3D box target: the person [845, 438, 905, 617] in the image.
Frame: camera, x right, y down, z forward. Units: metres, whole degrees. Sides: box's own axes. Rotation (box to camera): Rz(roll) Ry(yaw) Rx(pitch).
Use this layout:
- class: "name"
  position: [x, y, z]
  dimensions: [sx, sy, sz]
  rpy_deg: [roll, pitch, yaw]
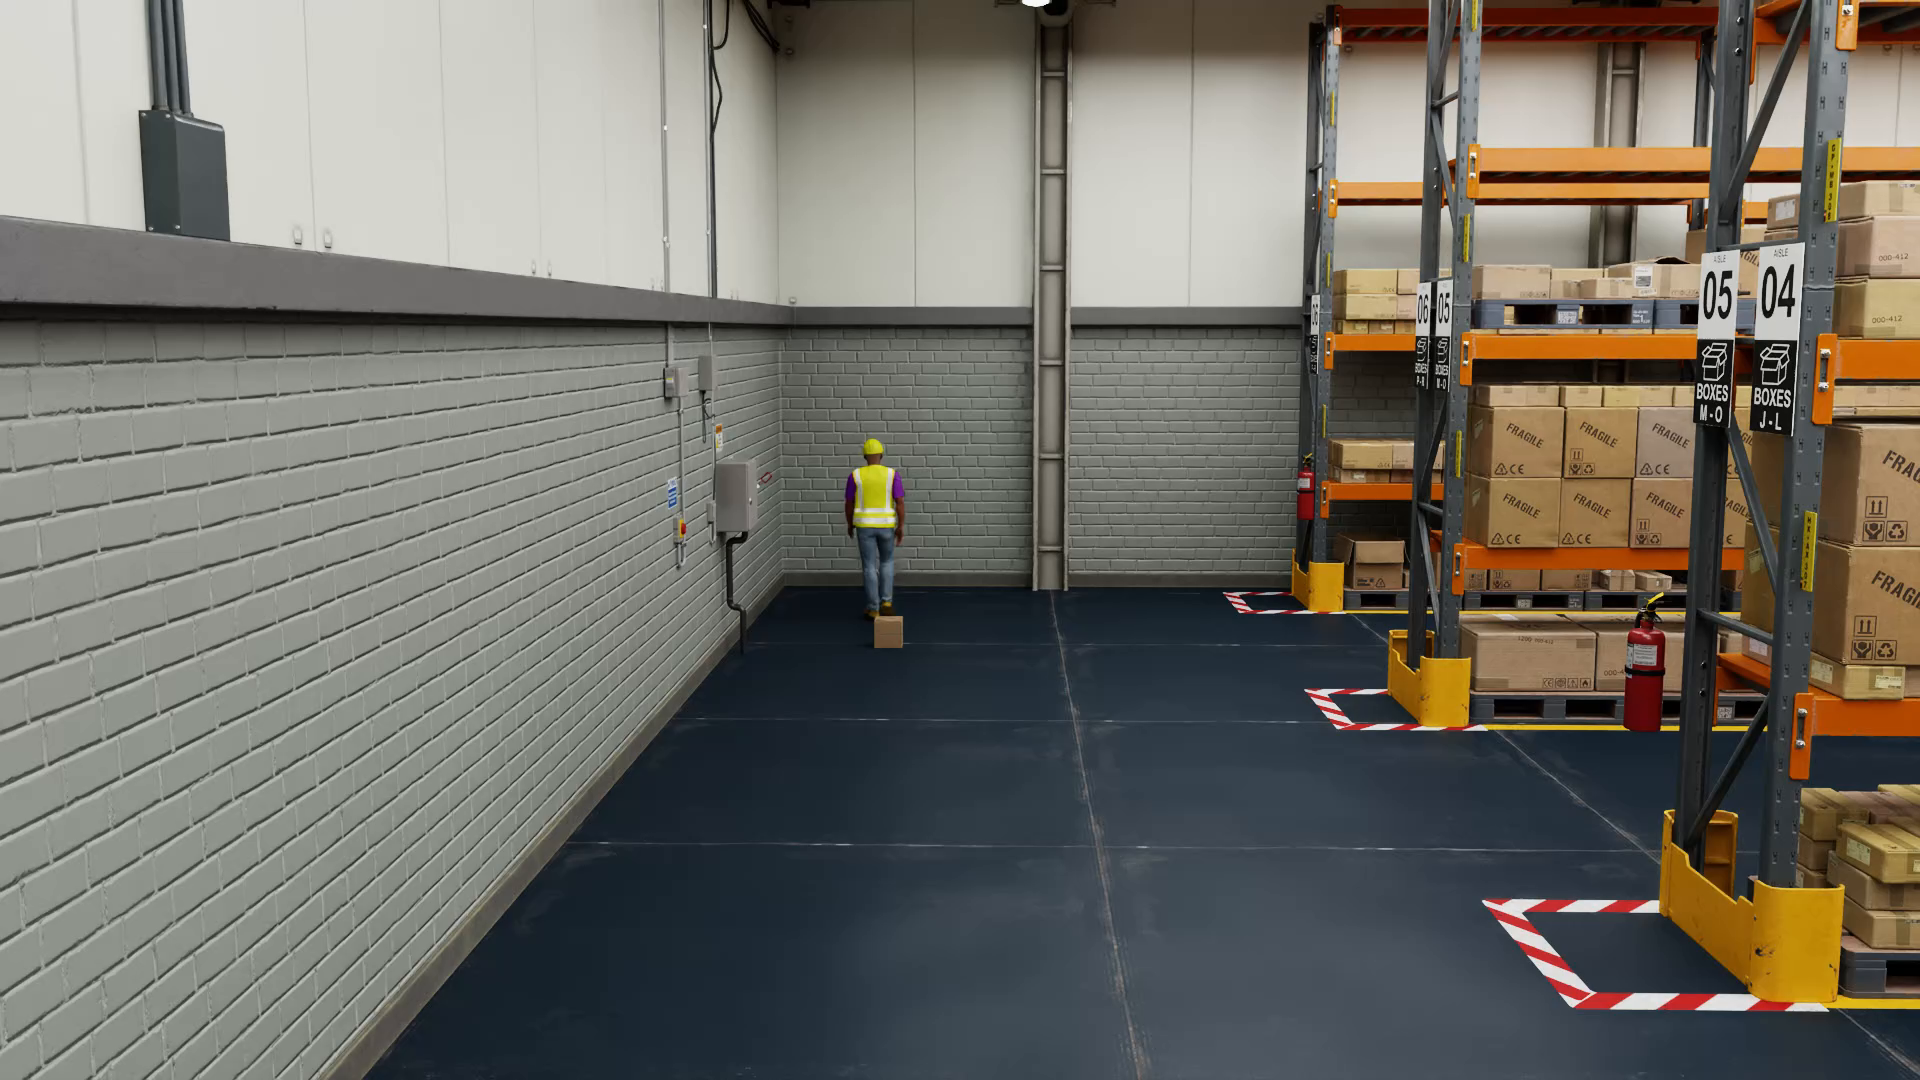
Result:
- class: "person"
  position: [-0.854, -0.098, 16.549]
  dimensions: [0.582, 1.825, 0.628]
  rpy_deg: [-1, 7, -8]
